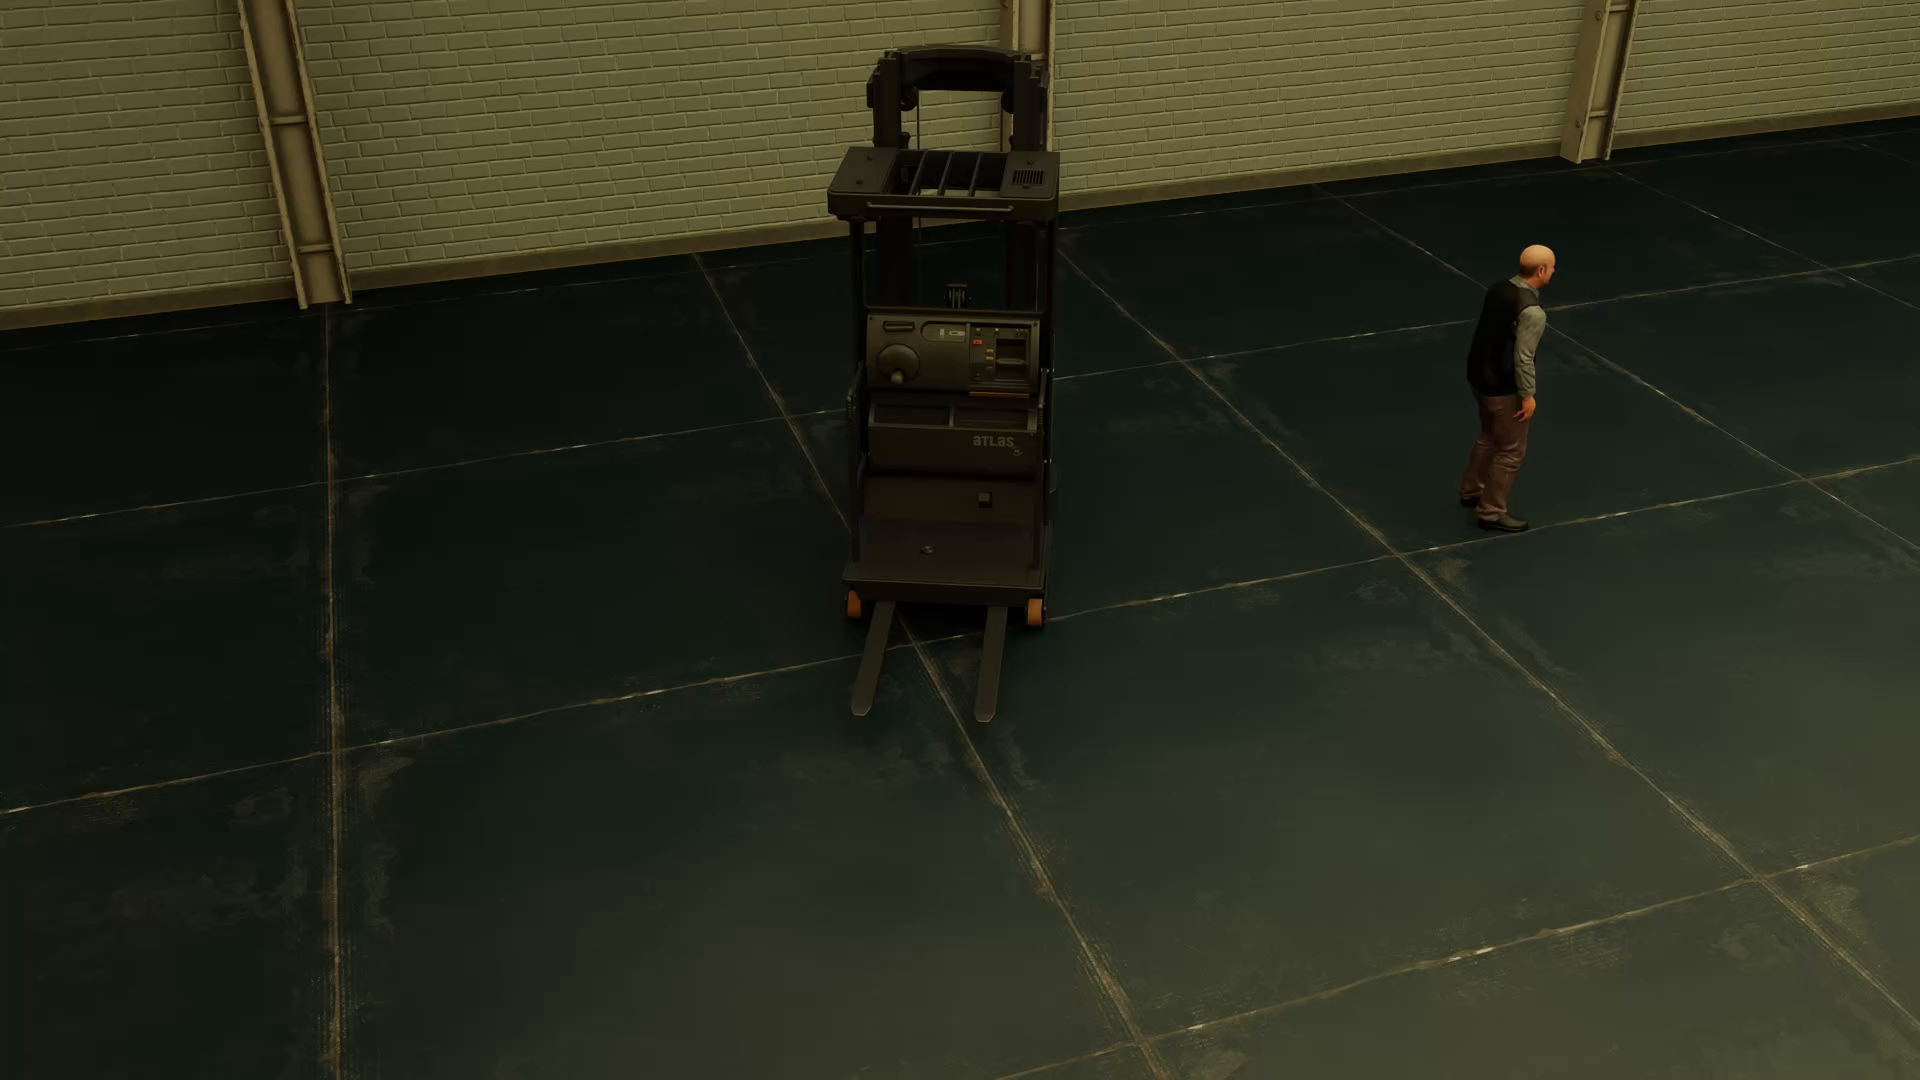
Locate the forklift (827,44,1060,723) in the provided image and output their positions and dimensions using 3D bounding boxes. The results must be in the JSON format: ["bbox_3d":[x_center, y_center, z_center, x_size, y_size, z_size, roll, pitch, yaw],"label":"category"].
[{"bbox_3d":[-0.056,-0.962,8.758,1.130,2.935,3.031,3,30,4],"label":"forklift"}]

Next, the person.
[{"bbox_3d":[3.236,-0.921,9.904,0.426,1.719,0.581,-4,30,-6],"label":"person"}]
